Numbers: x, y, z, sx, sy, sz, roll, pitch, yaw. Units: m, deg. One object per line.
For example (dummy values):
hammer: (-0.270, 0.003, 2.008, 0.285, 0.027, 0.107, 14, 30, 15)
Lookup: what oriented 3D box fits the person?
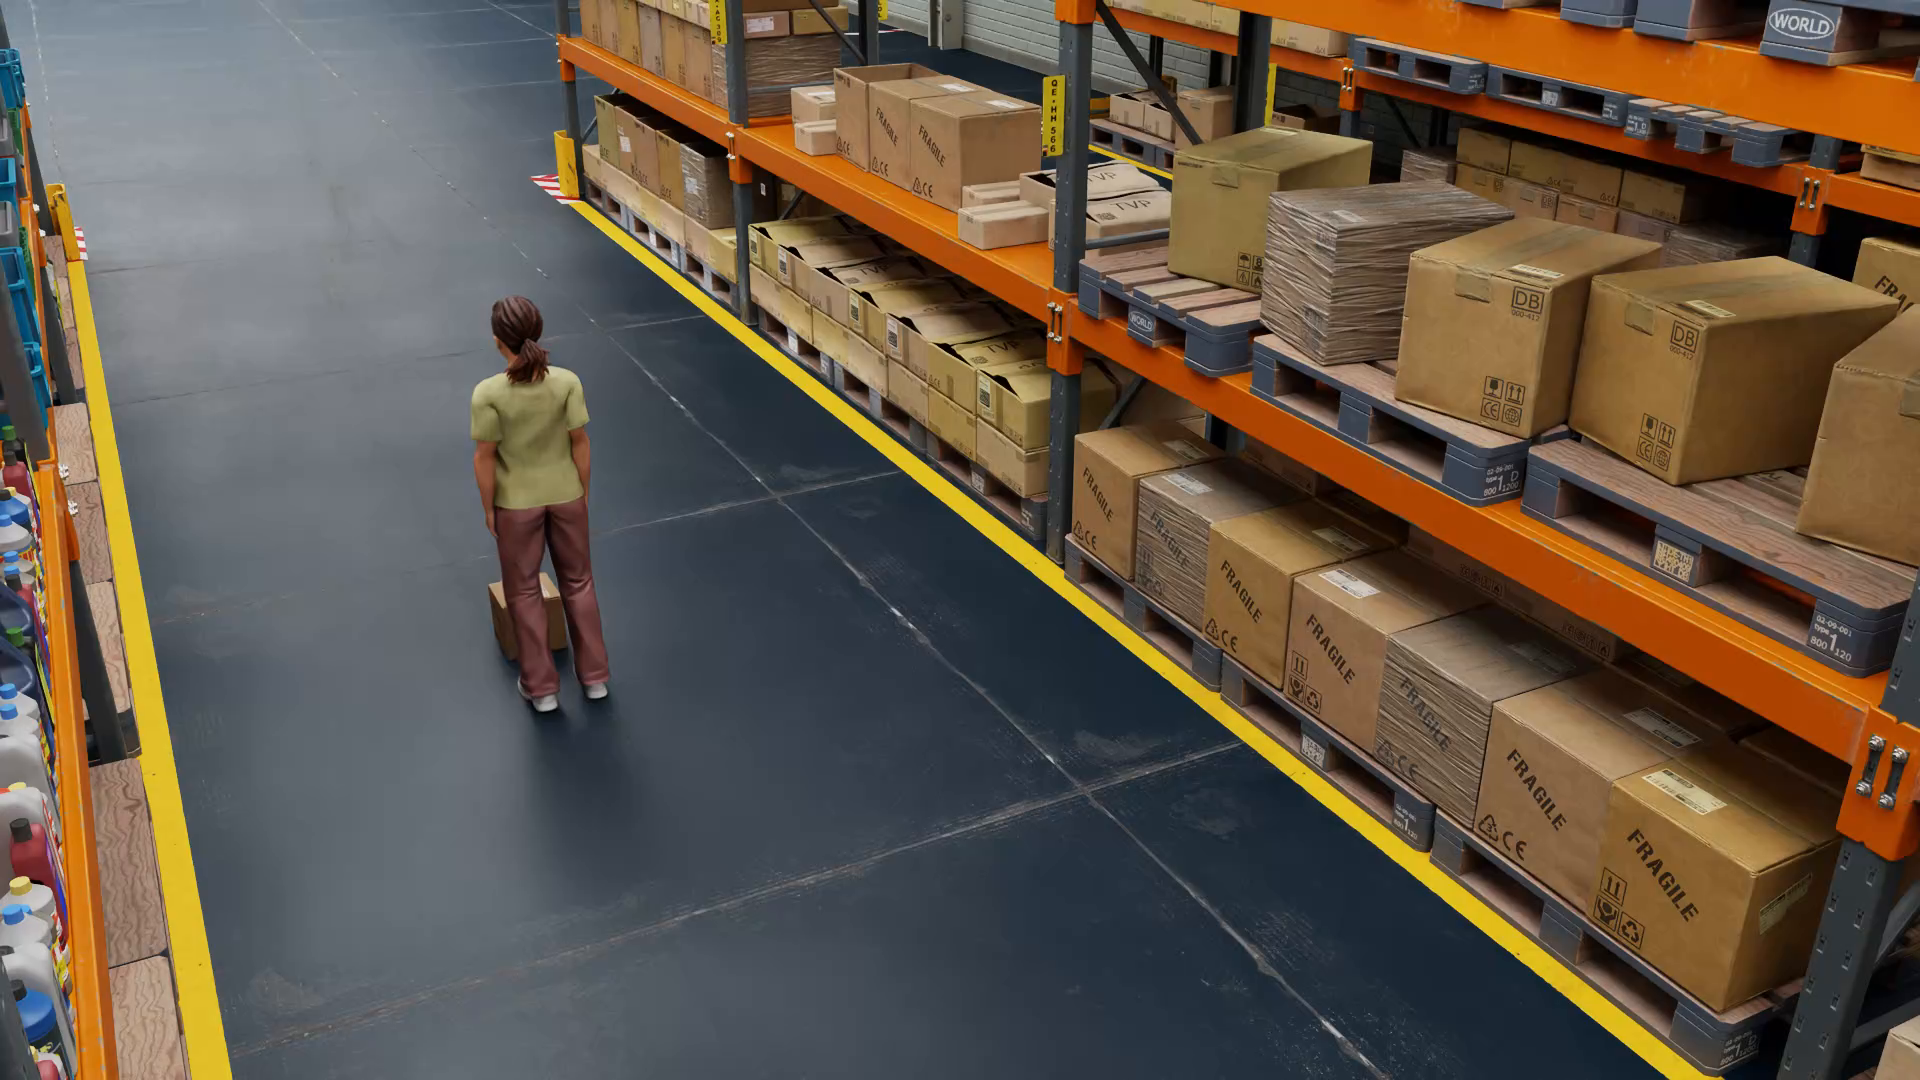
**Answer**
person: (-1.619, -0.127, 6.385, 0.442, 1.672, 0.362, -12, 28, -24)
